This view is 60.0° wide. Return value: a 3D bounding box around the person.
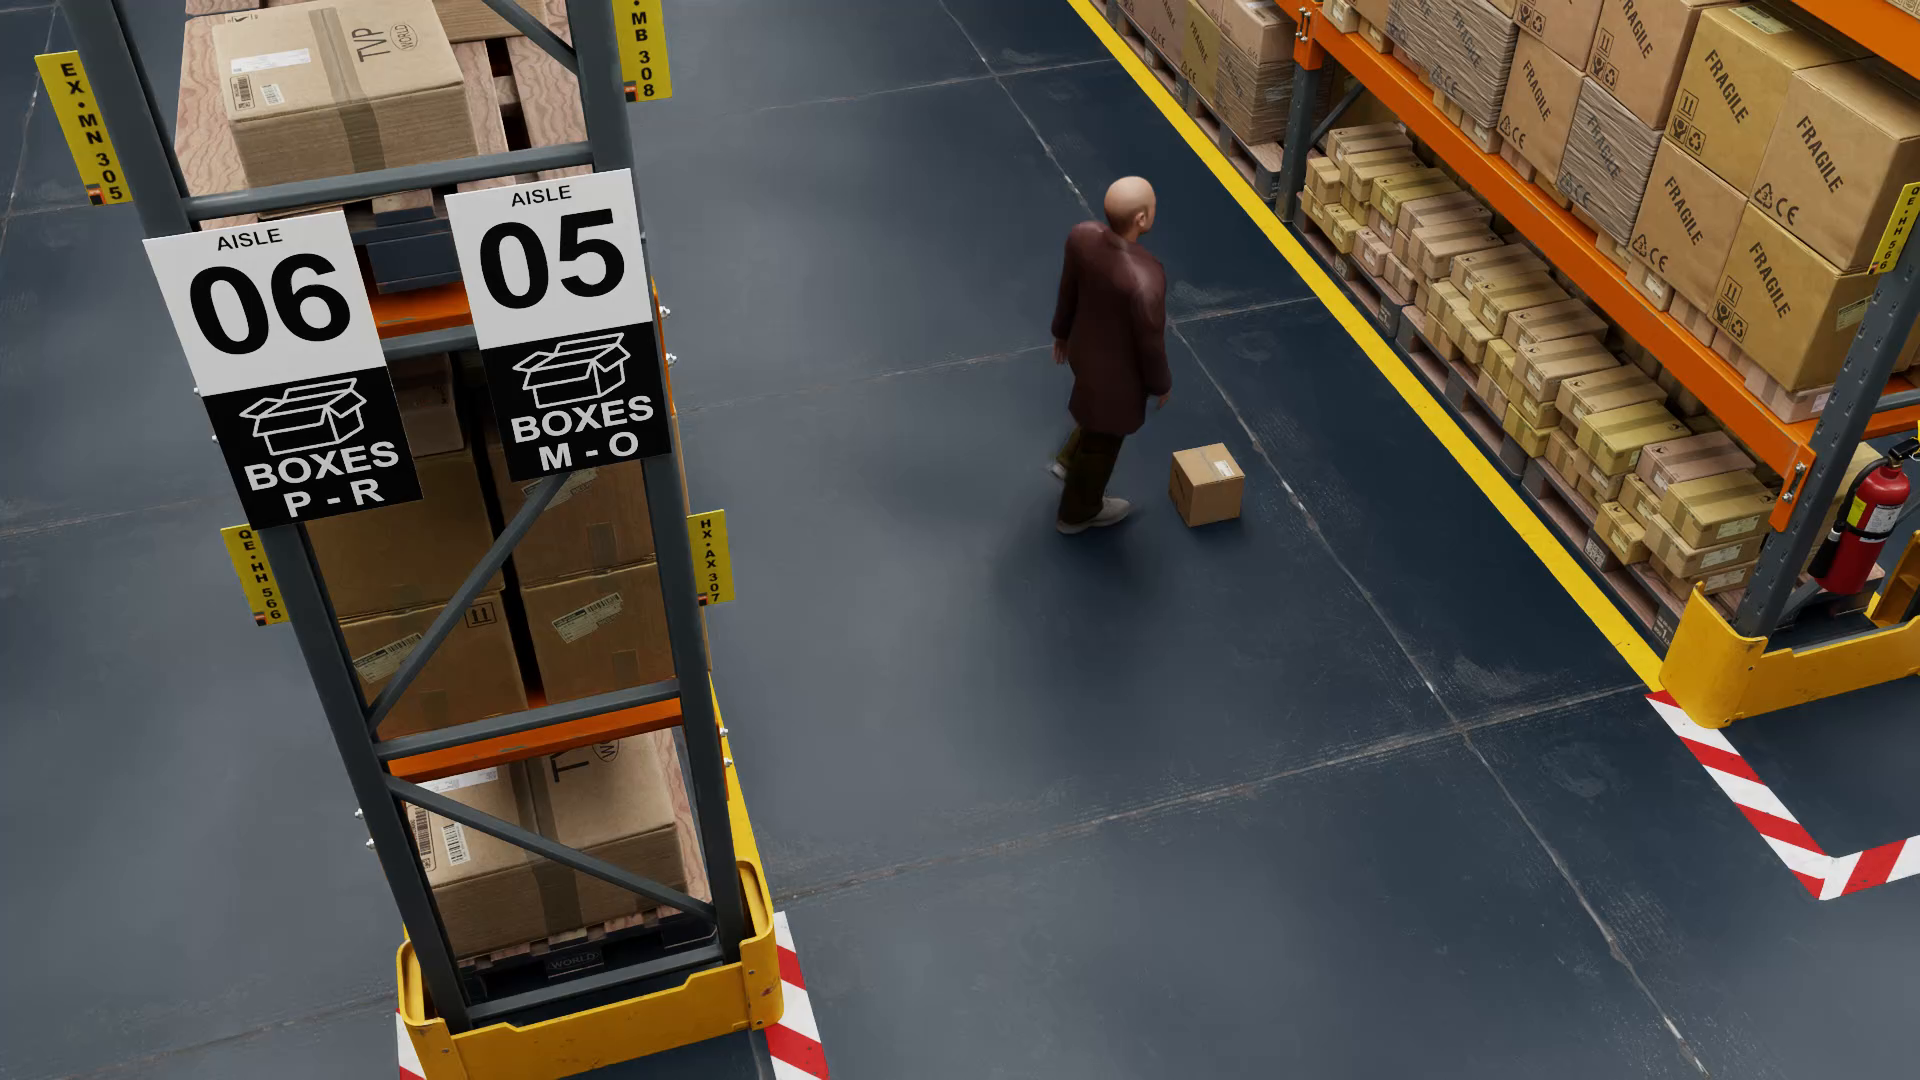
[{"bbox_3d":[0.671,-0.743,6.983,0.486,1.786,0.639,-19,45,-20],"label":"person"}]
